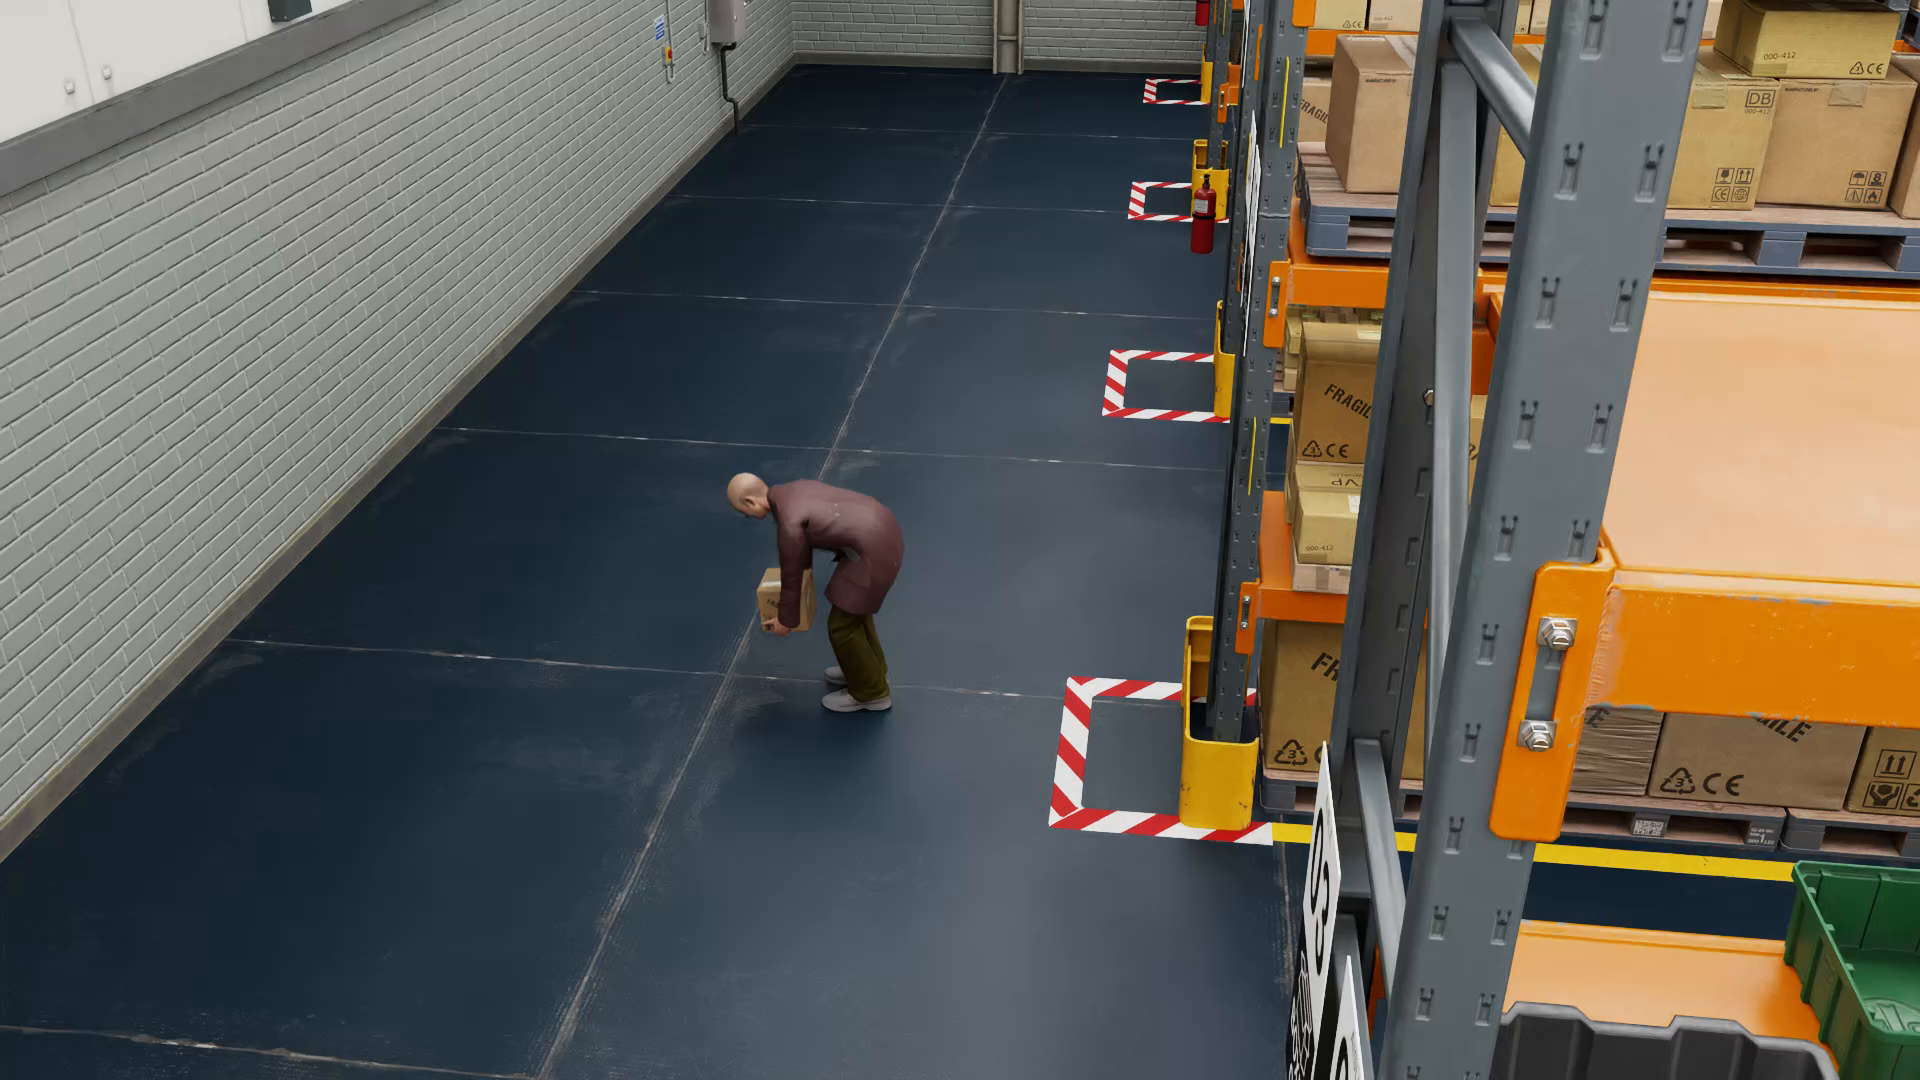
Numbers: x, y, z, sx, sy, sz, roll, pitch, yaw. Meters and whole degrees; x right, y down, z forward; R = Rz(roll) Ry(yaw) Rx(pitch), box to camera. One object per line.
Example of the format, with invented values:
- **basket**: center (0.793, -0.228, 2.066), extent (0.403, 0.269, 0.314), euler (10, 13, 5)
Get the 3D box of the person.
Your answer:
- **person**: center (-0.746, 0.258, 8.788), extent (0.914, 1.297, 0.553), euler (3, 28, 5)
